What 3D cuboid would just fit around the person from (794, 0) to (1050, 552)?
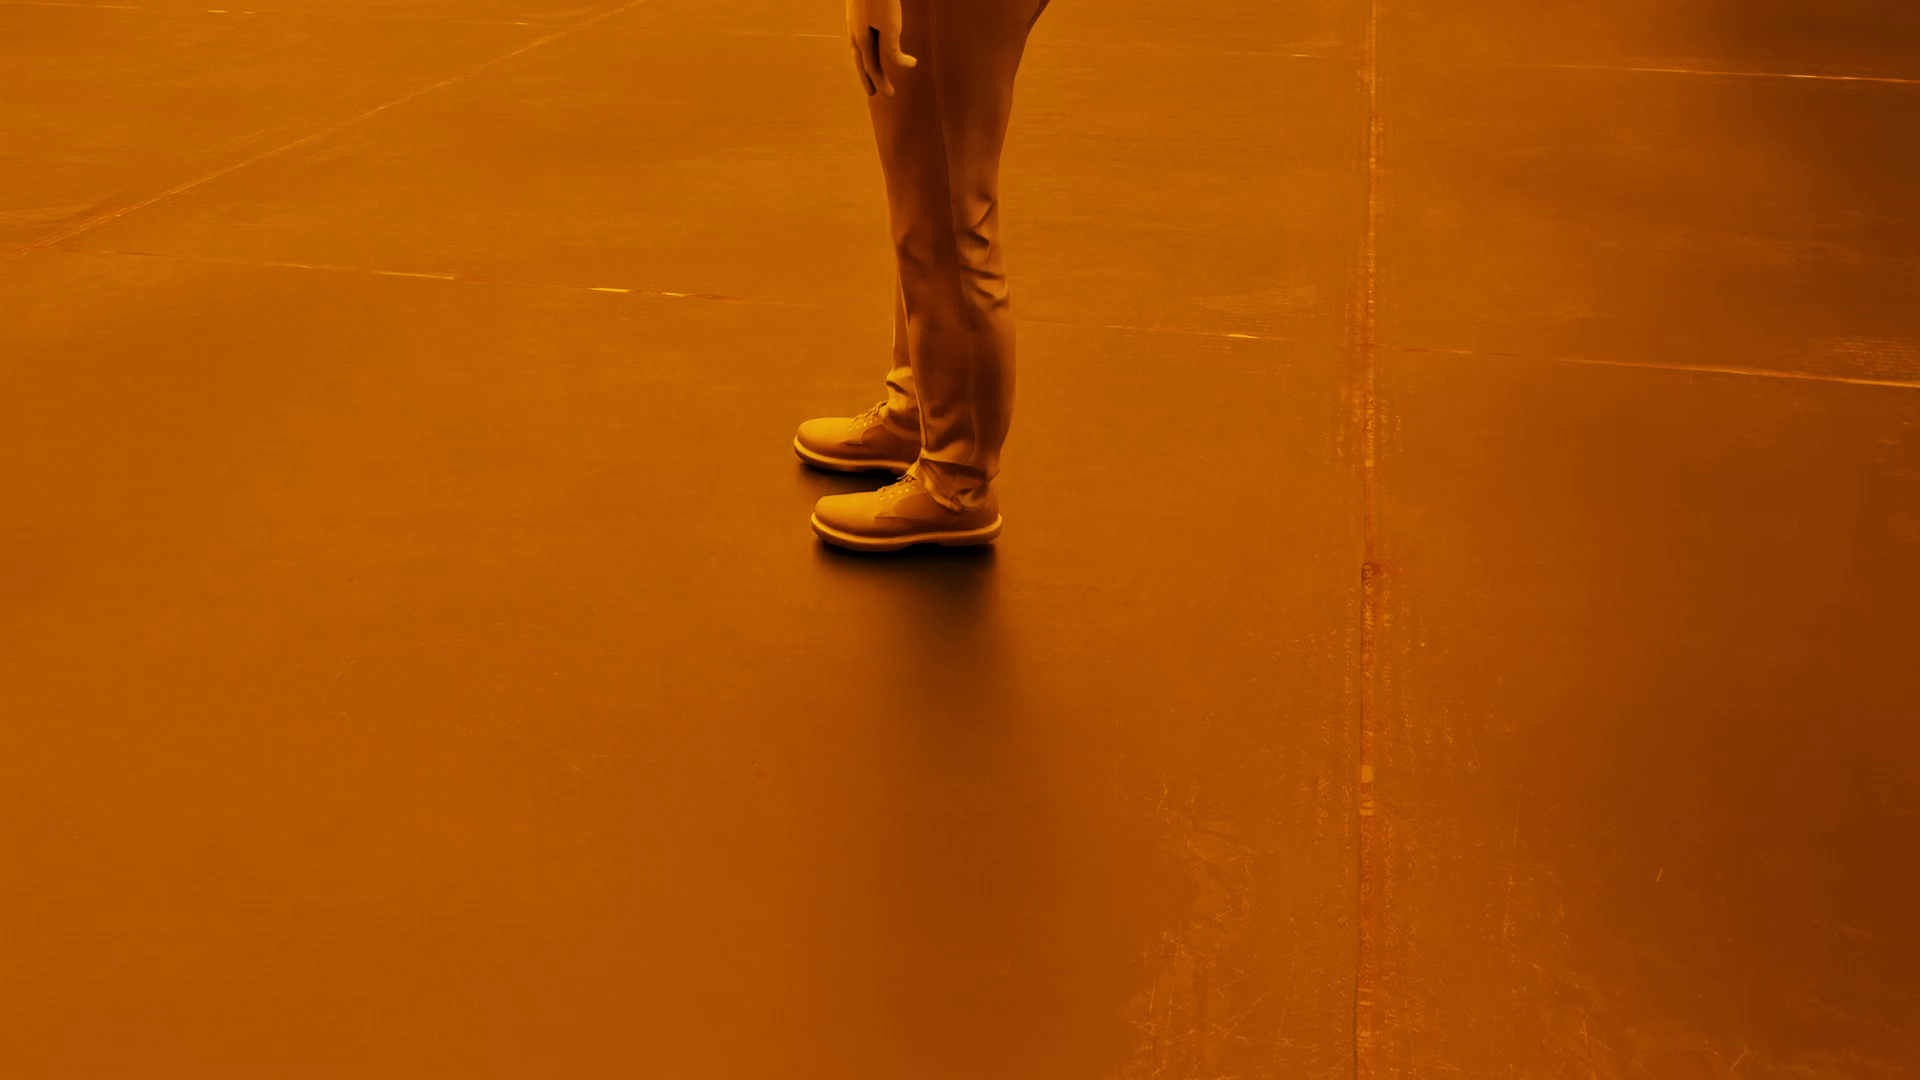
[{"bbox_3d":[-0.065,-0.772,2.134,0.531,1.695,0.587,6,27,11],"label":"person"}]
